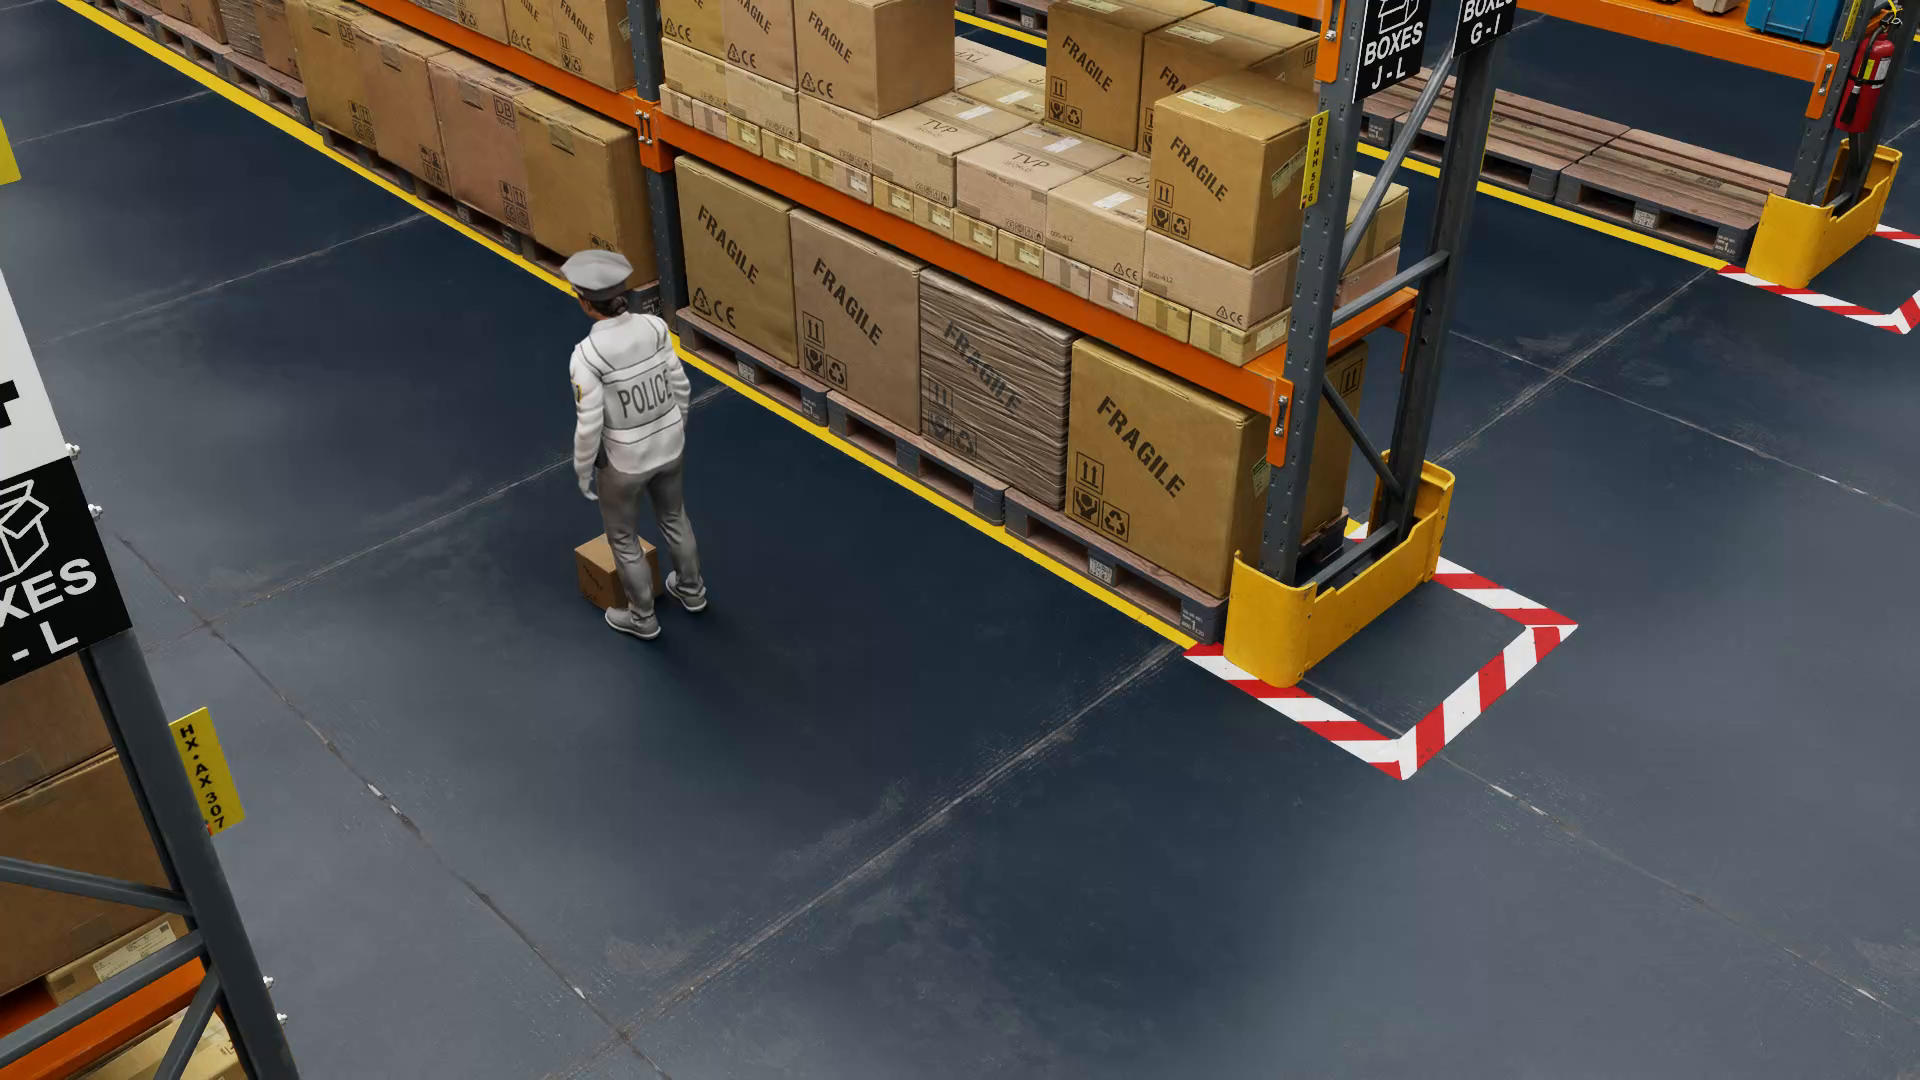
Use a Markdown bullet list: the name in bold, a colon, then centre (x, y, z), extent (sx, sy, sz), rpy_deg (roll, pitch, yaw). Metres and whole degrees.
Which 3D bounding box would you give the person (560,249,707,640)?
- **person**: centre (-1.296, -0.344, 6.622), extent (0.376, 1.663, 0.529), rpy_deg (30, 45, 35)
